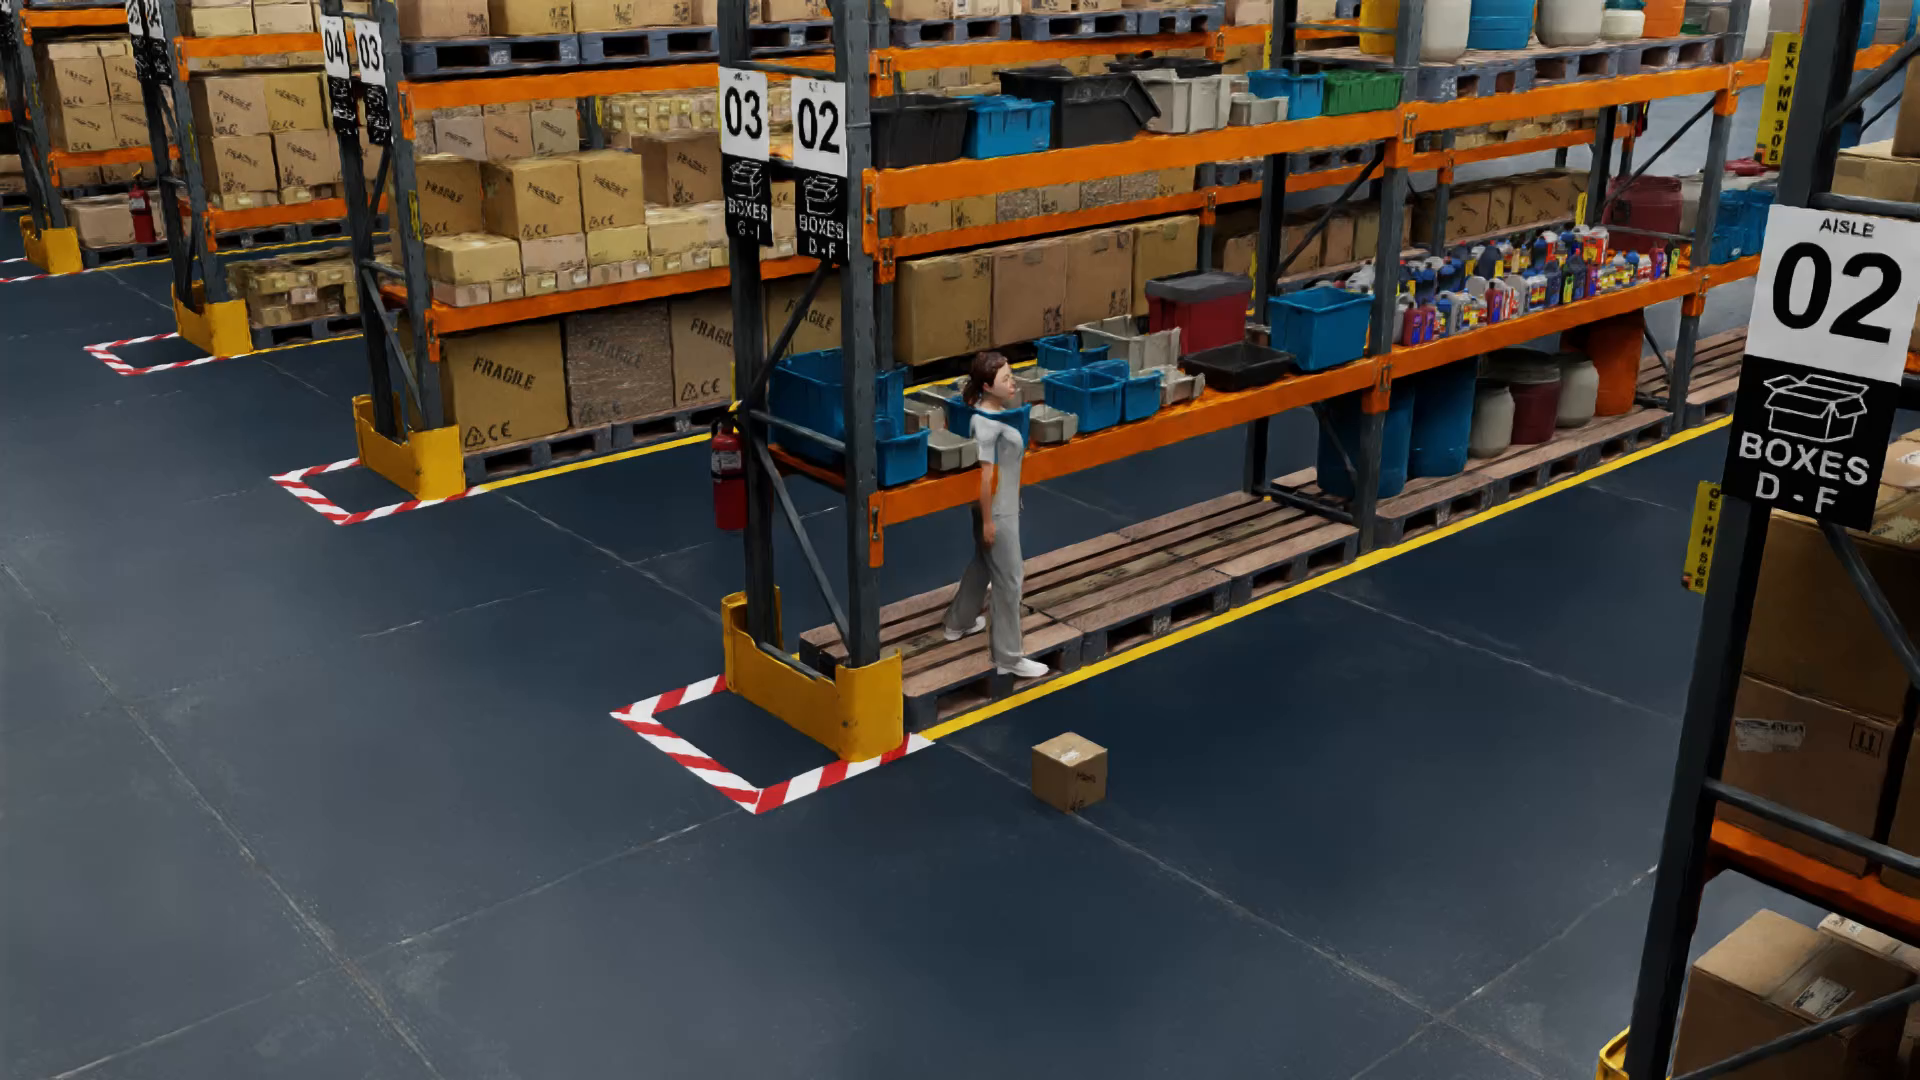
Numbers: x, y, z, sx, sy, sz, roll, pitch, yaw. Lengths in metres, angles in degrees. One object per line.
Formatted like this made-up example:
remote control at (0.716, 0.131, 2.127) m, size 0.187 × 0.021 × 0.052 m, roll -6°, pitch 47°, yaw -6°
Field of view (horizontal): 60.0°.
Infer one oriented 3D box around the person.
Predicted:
person at (0.179, -0.167, 8.568) m, size 0.560 × 1.665 × 0.617 m, roll 0°, pitch 21°, yaw 0°
